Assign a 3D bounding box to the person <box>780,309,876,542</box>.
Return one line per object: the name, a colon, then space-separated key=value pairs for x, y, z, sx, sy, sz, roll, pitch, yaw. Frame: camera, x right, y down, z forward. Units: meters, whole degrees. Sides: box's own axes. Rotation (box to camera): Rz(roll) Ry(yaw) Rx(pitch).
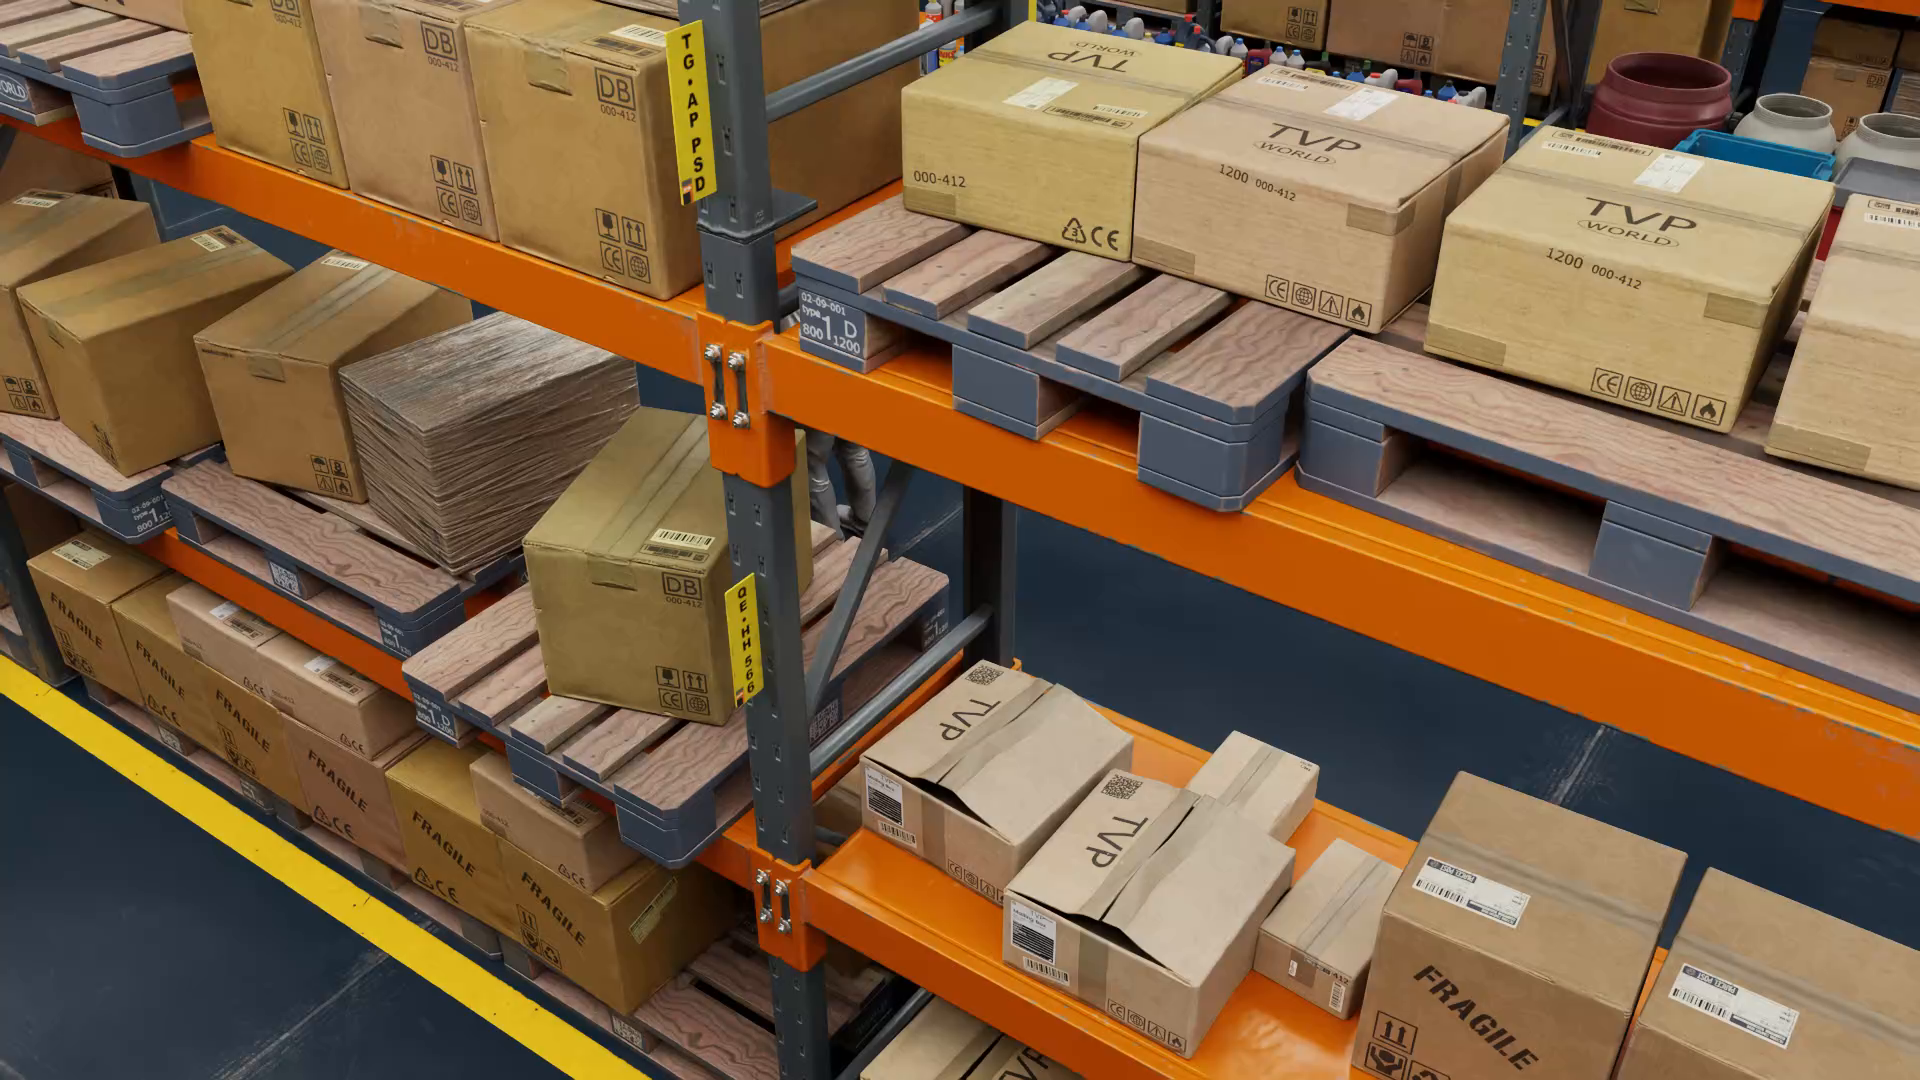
person: x=-0.572 y=-0.683 z=7.119 sx=0.464 sy=1.772 sz=0.589 roll=20 pitch=39 yaw=27
